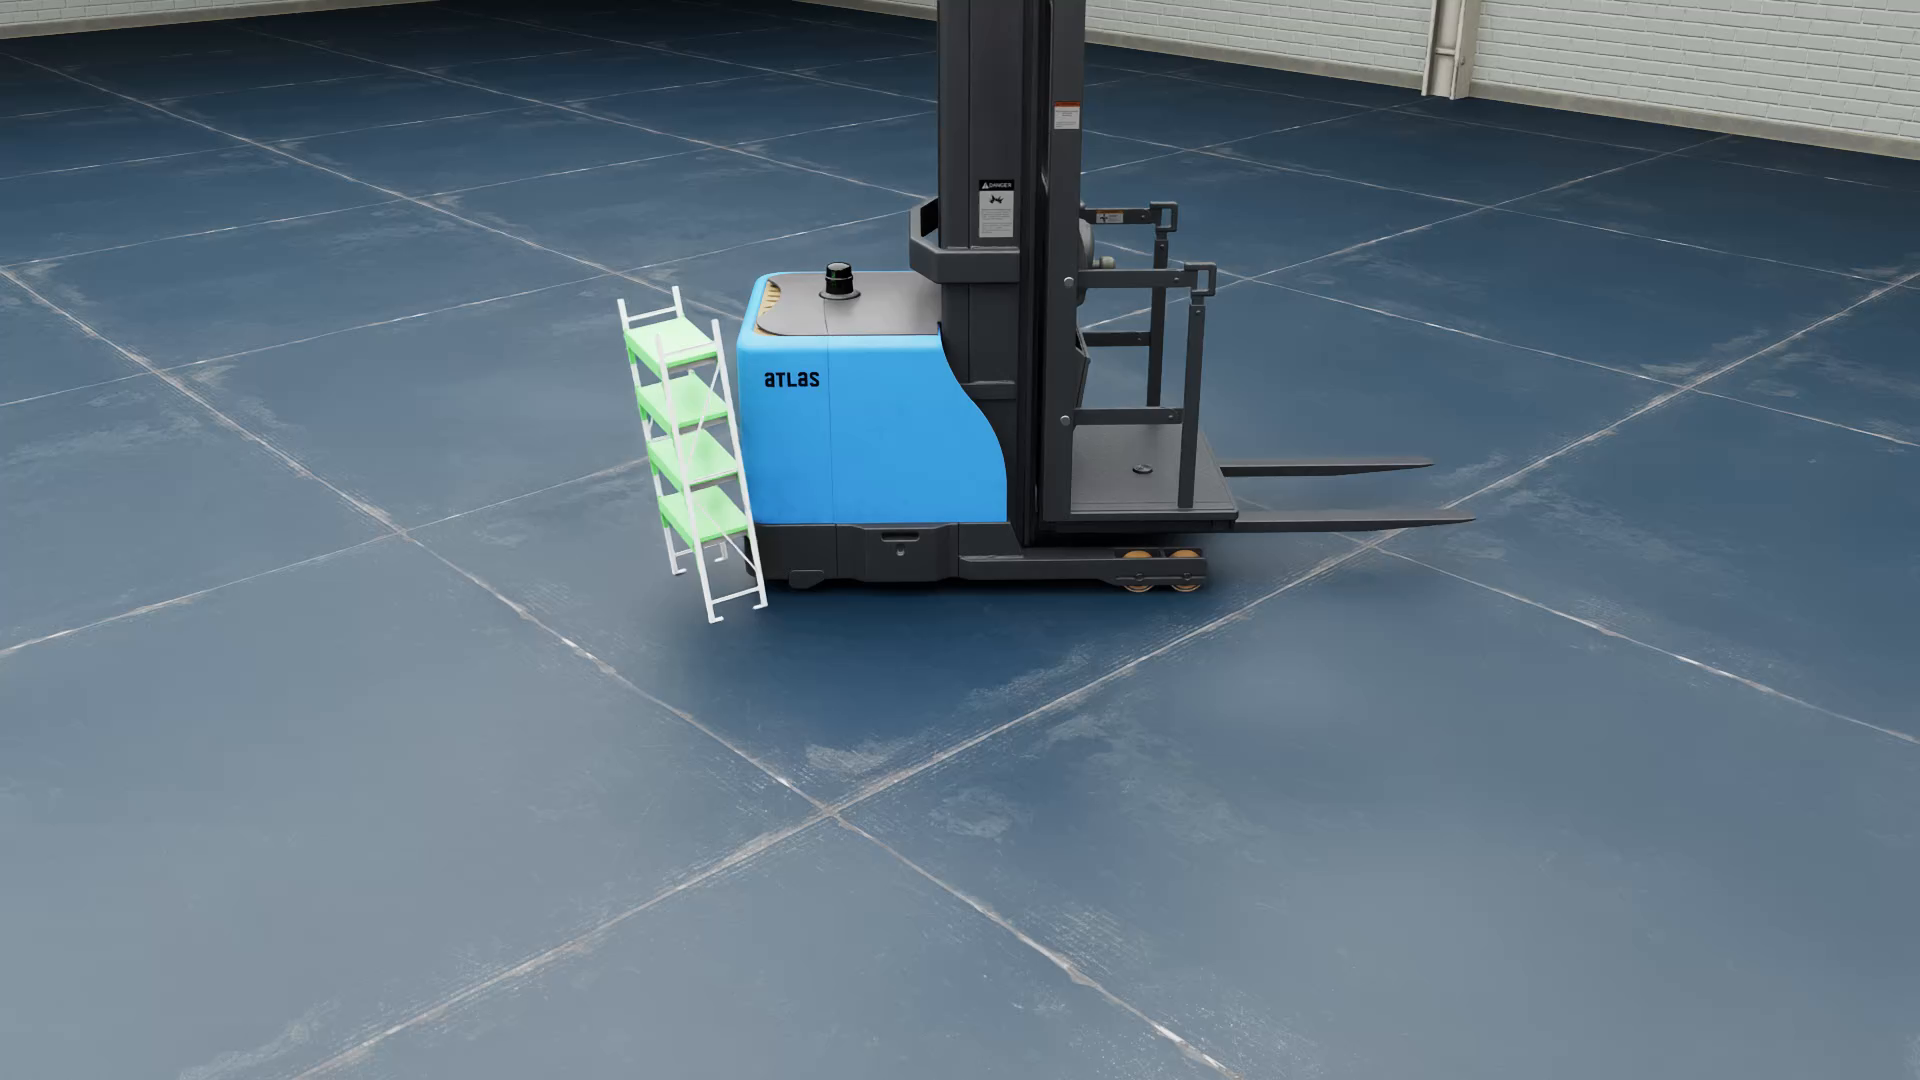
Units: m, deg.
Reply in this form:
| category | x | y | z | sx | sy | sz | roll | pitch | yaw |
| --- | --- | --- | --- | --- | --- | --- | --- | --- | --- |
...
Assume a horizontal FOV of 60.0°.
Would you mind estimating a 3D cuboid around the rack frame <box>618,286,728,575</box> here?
| category | x | y | z | sx | sy | sz | roll | pitch | yaw |
| --- | --- | --- | --- | --- | --- | --- | --- | --- | --- |
| rack frame | -1.147 | -0.422 | 6.701 | 0.240 | 1.200 | 0.015 | -17 | 29 | -20 |

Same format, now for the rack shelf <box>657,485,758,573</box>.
| category | x | y | z | sx | sy | sz | roll | pitch | yaw |
| --- | --- | --- | --- | --- | --- | --- | --- | --- | --- |
| rack shelf | -1.011 | -0.062 | 6.639 | 0.258 | 0.148 | 0.480 | -17 | 29 | -20 |

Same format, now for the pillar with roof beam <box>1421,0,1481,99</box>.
| category | x | y | z | sx | sy | sz | roll | pitch | yaw |
| --- | --- | --- | --- | --- | --- | --- | --- | --- | --- |
| pillar with roof beam | 1.969 | -7.555 | 12.970 | 9.100 | 9.000 | 0.400 | -21 | 32 | -38 |

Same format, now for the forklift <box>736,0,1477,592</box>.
| category | x | y | z | sx | sy | sz | roll | pitch | yaw |
| --- | --- | --- | --- | --- | --- | --- | --- | --- | --- |
| forklift | 0.625 | -1.341 | 6.657 | 3.031 | 2.935 | 1.130 | -1 | 25 | -1 |

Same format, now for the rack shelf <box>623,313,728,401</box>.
| category | x | y | z | sx | sy | sz | roll | pitch | yaw |
| --- | --- | --- | --- | --- | --- | --- | --- | --- | --- |
| rack shelf | -1.082 | -0.699 | 6.311 | 0.258 | 0.148 | 0.480 | -17 | 29 | -20 |

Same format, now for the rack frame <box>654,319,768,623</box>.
| category | x | y | z | sx | sy | sz | roll | pitch | yaw |
| --- | --- | --- | --- | --- | --- | --- | --- | --- | --- |
| rack frame | -0.934 | -0.240 | 6.301 | 0.240 | 1.200 | 0.015 | -17 | 29 | -20 |

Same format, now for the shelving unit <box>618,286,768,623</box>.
| category | x | y | z | sx | sy | sz | roll | pitch | yaw |
| --- | --- | --- | --- | --- | --- | --- | --- | --- | --- |
| shelving unit | -1.041 | -0.331 | 6.501 | 0.258 | 1.200 | 0.503 | -17 | 29 | -20 |

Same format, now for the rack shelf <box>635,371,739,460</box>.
| category | x | y | z | sx | sy | sz | roll | pitch | yaw |
| --- | --- | --- | --- | --- | --- | --- | --- | --- | --- |
| rack shelf | -1.058 | -0.487 | 6.421 | 0.258 | 0.148 | 0.480 | -17 | 29 | -20 |

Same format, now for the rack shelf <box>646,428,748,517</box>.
| category | x | y | z | sx | sy | sz | roll | pitch | yaw |
| --- | --- | --- | --- | --- | --- | --- | --- | --- | --- |
| rack shelf | -1.034 | -0.274 | 6.530 | 0.258 | 0.148 | 0.480 | -17 | 29 | -20 |
